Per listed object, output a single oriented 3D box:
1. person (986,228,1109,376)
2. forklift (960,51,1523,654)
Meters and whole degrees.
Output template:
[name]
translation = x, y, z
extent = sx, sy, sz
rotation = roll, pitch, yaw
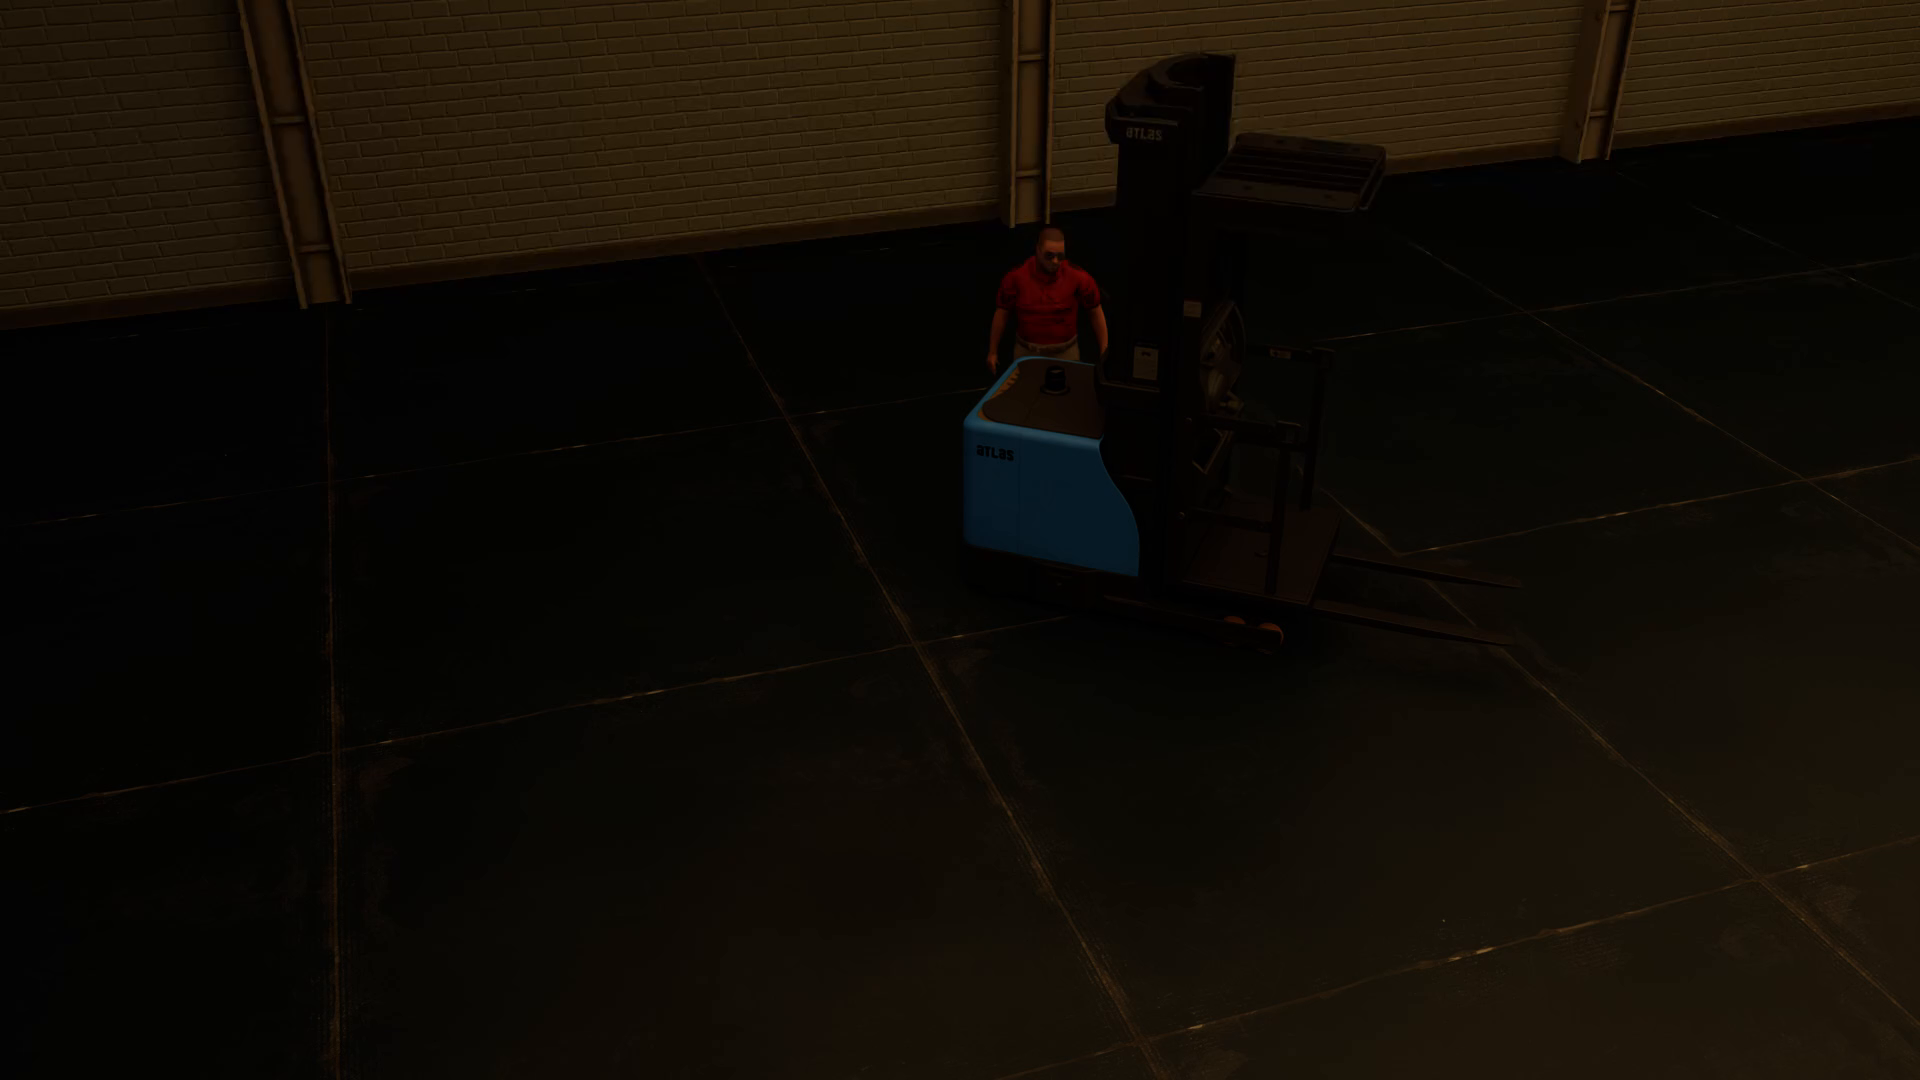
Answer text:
[person]
translation = 0.561, -1.121, 10.271
extent = 0.818, 1.703, 0.393
rotation = 2, 30, 4
[forklift]
translation = 1.573, -0.956, 8.749
extent = 3.031, 2.935, 1.130
rotation = 11, 32, 18
